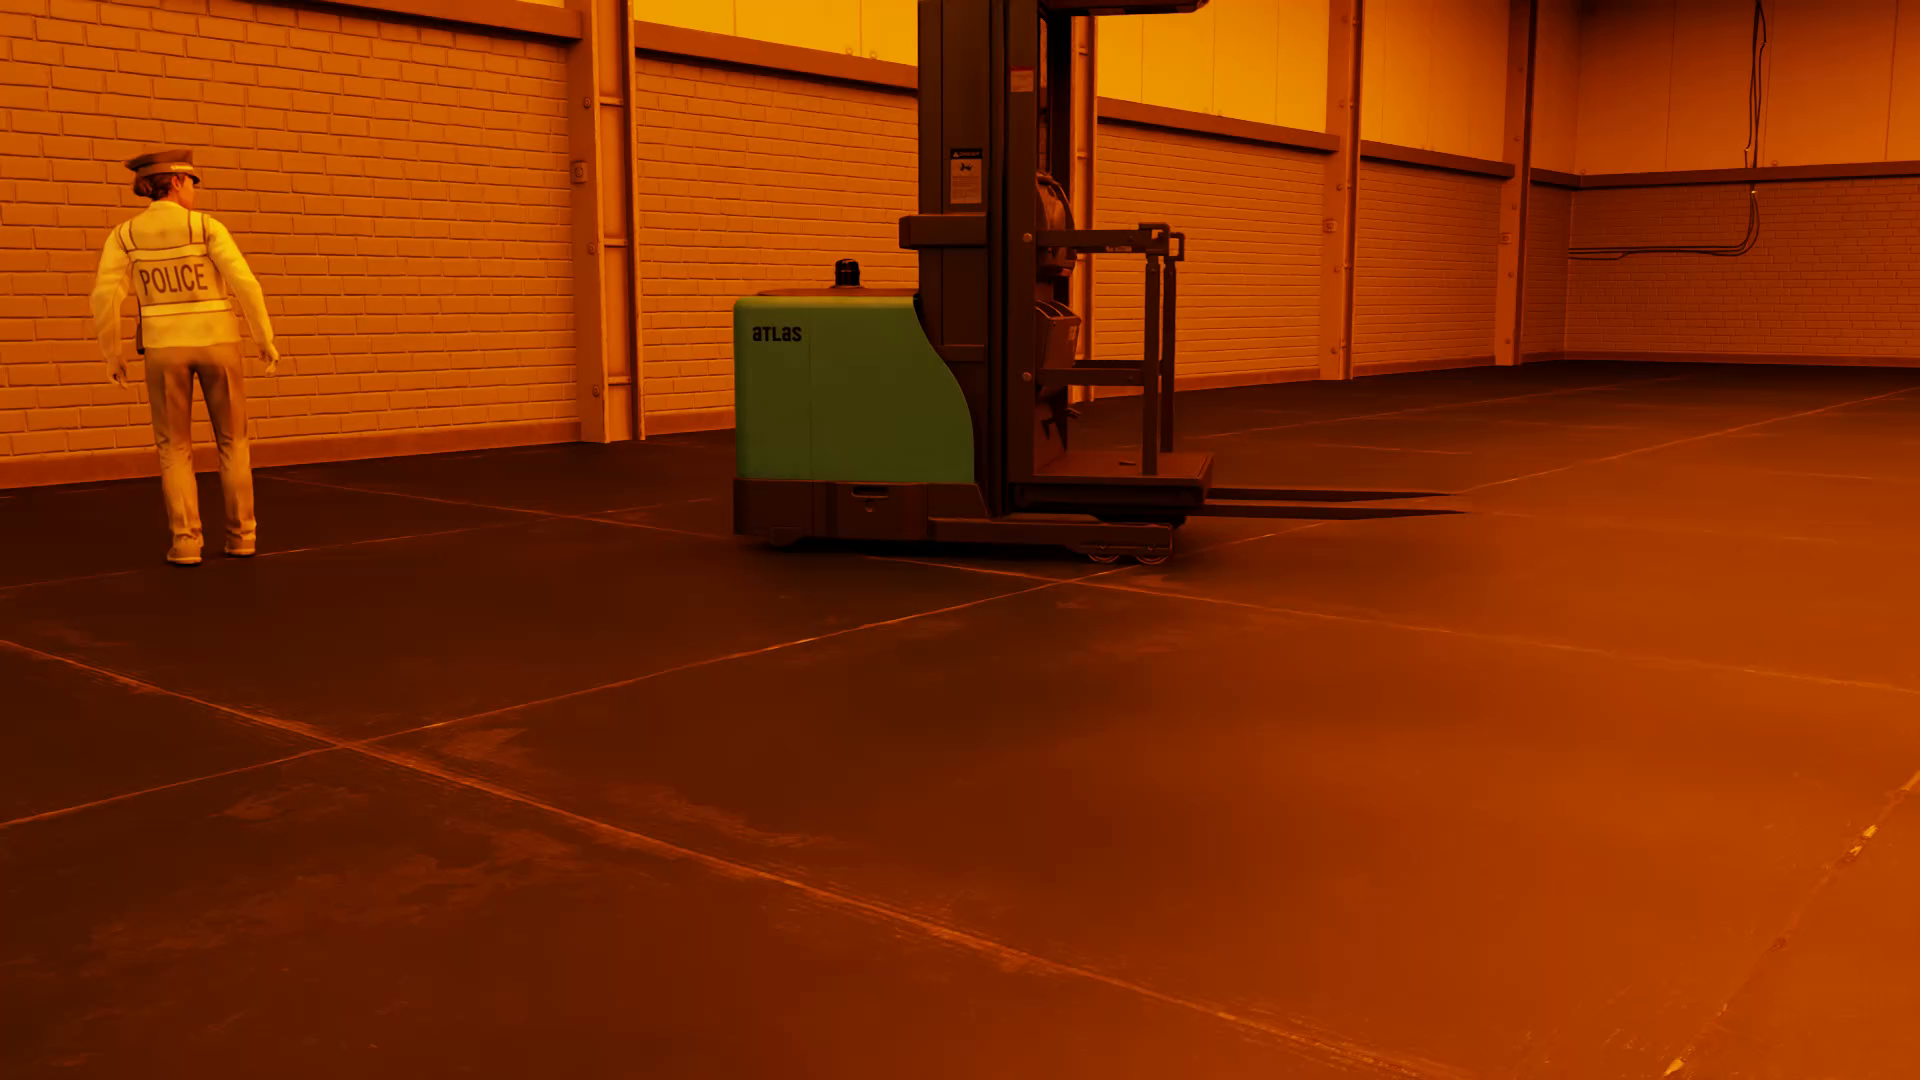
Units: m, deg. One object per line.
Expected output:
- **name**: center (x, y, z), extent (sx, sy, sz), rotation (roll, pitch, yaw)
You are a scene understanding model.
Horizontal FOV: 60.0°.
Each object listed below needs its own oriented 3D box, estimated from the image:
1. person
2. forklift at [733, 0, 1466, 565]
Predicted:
- **person**: center (-3.132, -0.743, 6.761), extent (0.677, 1.660, 0.451), rotation (-3, 9, -20)
- **forklift**: center (0.599, -1.433, 7.077), extent (3.031, 2.935, 1.130), rotation (2, 8, 11)
